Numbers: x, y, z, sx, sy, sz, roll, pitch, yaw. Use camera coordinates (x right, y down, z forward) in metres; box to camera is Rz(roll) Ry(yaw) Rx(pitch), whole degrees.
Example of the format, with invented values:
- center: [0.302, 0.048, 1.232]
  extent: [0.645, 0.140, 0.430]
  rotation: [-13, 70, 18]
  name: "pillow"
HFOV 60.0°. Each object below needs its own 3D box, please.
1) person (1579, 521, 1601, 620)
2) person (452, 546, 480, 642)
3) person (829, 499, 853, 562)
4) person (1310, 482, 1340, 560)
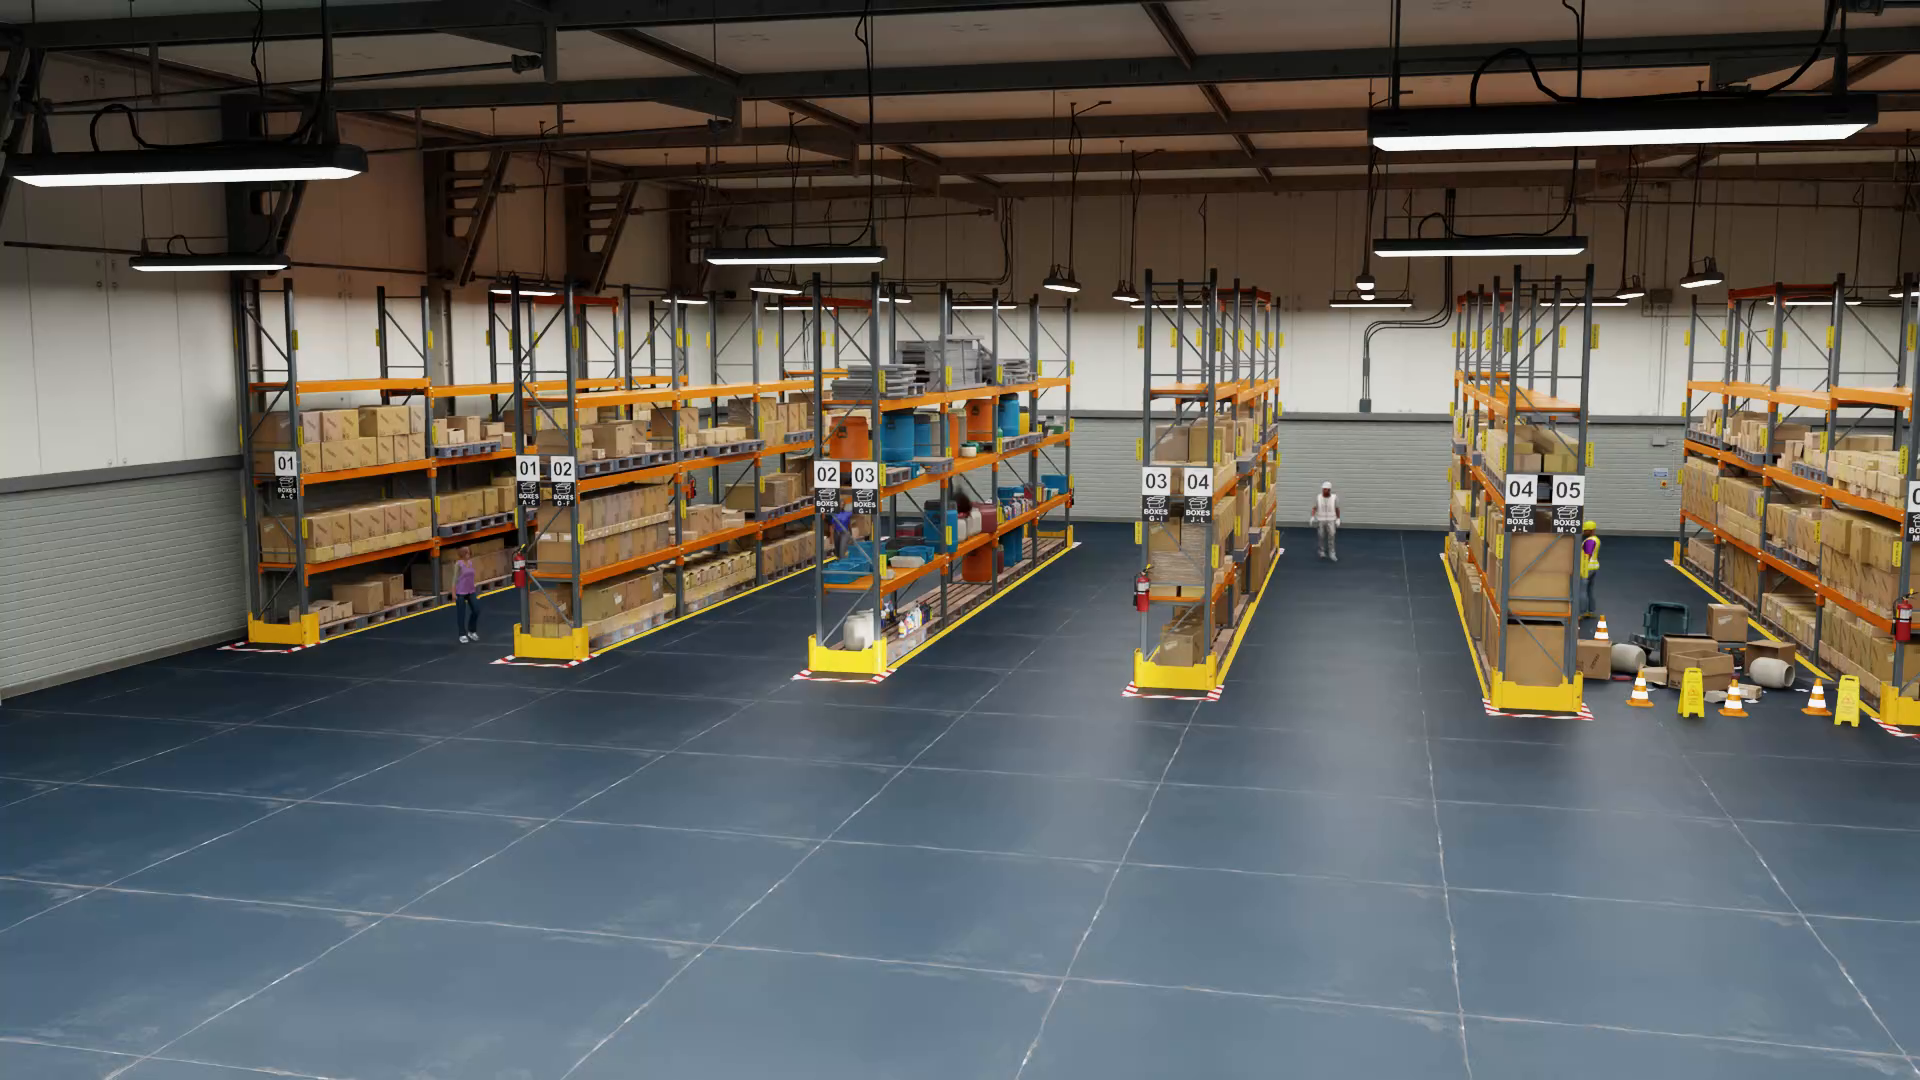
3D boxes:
- center: [11.286, 0.543, 29.994]
  extent: [0.668, 1.781, 0.449]
  rotation: [-6, 9, -42]
  name: "person"
- center: [-8.264, 0.907, 27.688]
  extent: [0.341, 1.611, 0.515]
  rotation: [5, 9, 37]
  name: "person"
- center: [-2.559, -0.067, 35.685]
  extent: [0.417, 1.600, 0.928]
  rotation: [2, 7, 17]
  name: "person"
- center: [8.332, -0.444, 37.936]
  extent: [0.694, 1.744, 0.897]
  rotation: [1, 7, 7]
  name: "person"
